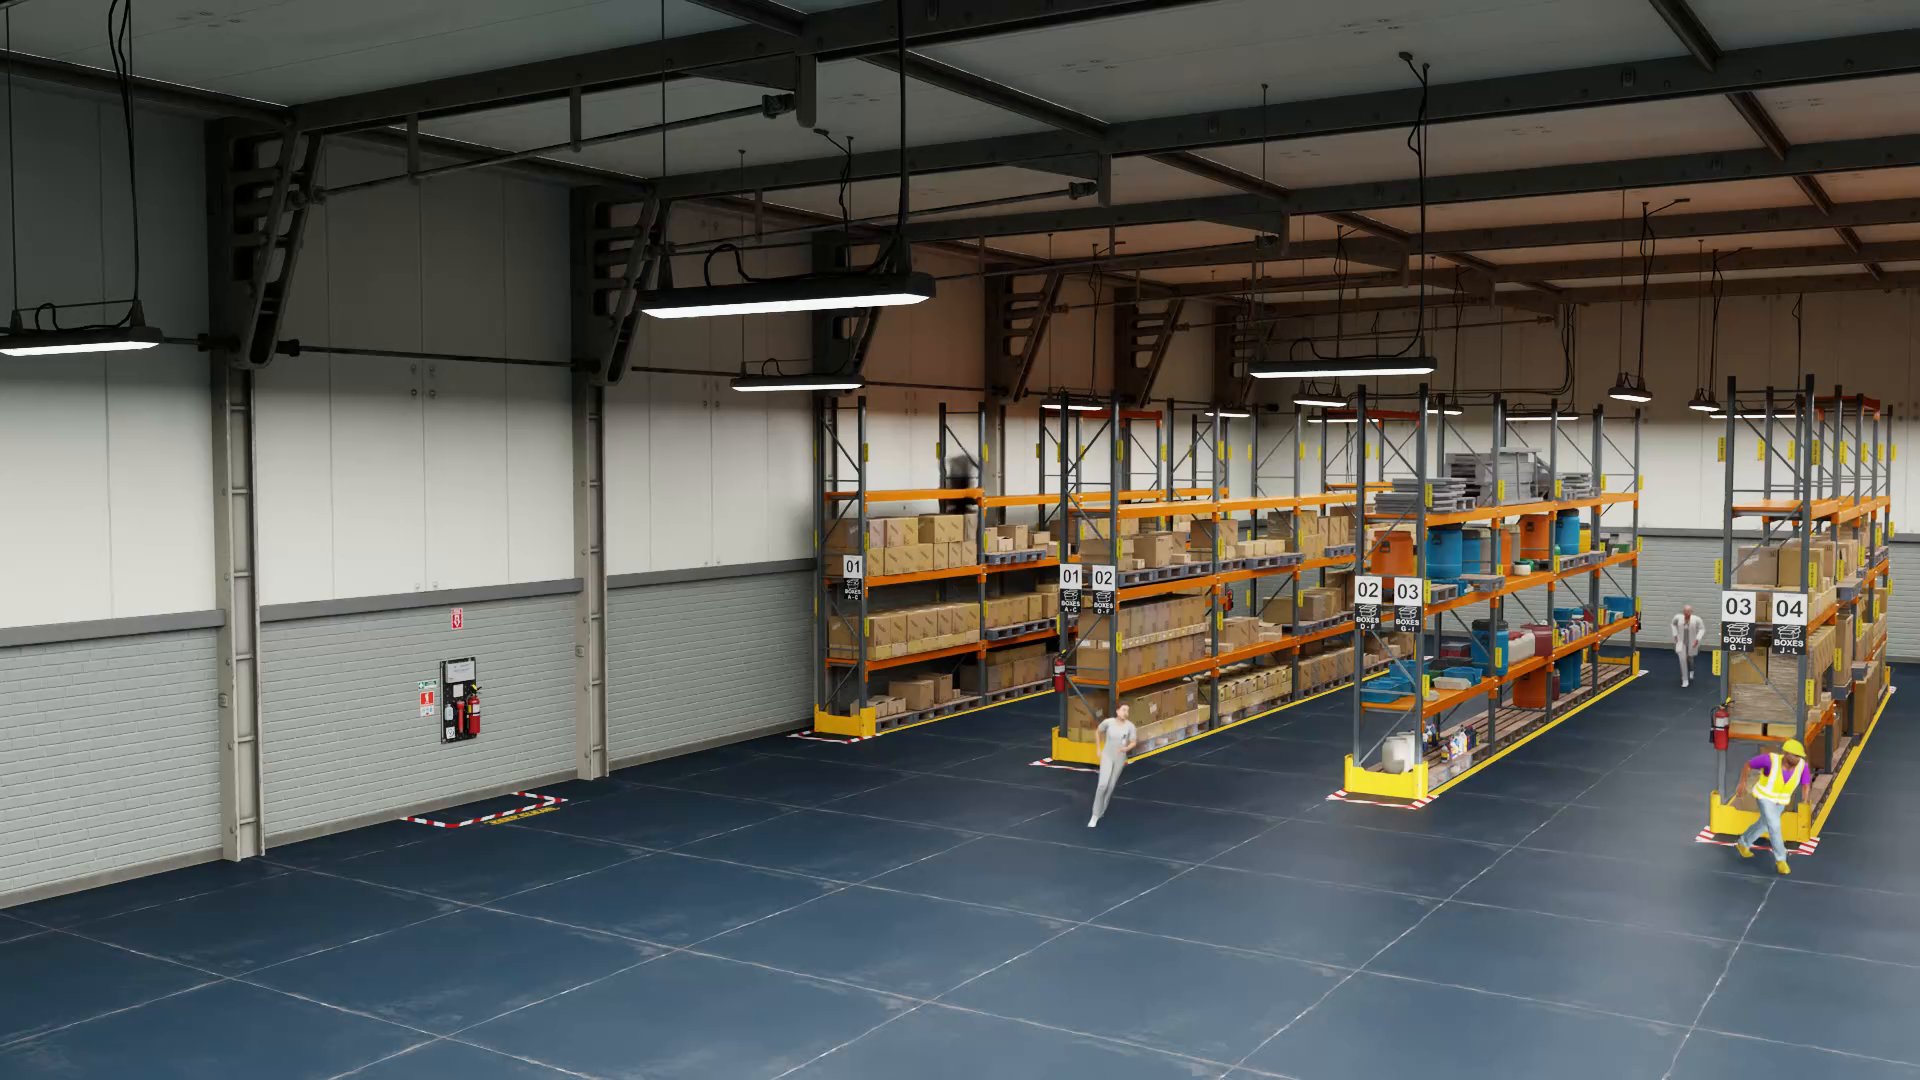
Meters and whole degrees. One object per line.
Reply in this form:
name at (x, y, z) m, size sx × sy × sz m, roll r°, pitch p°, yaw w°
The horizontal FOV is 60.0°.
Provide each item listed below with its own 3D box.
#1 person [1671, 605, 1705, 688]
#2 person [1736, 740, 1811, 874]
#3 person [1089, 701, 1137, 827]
person at (15.699, 2.254, 35.870) m, size 0.694 × 1.743 × 1.112 m, roll 2°, pitch 3°, yaw 30°
person at (9.758, 3.132, 20.023) m, size 0.728 × 1.590 × 1.083 m, roll 0°, pitch 3°, yaw -6°
person at (2.044, 3.003, 22.501) m, size 0.677 × 1.683 × 0.634 m, roll 0°, pitch 3°, yaw -5°
